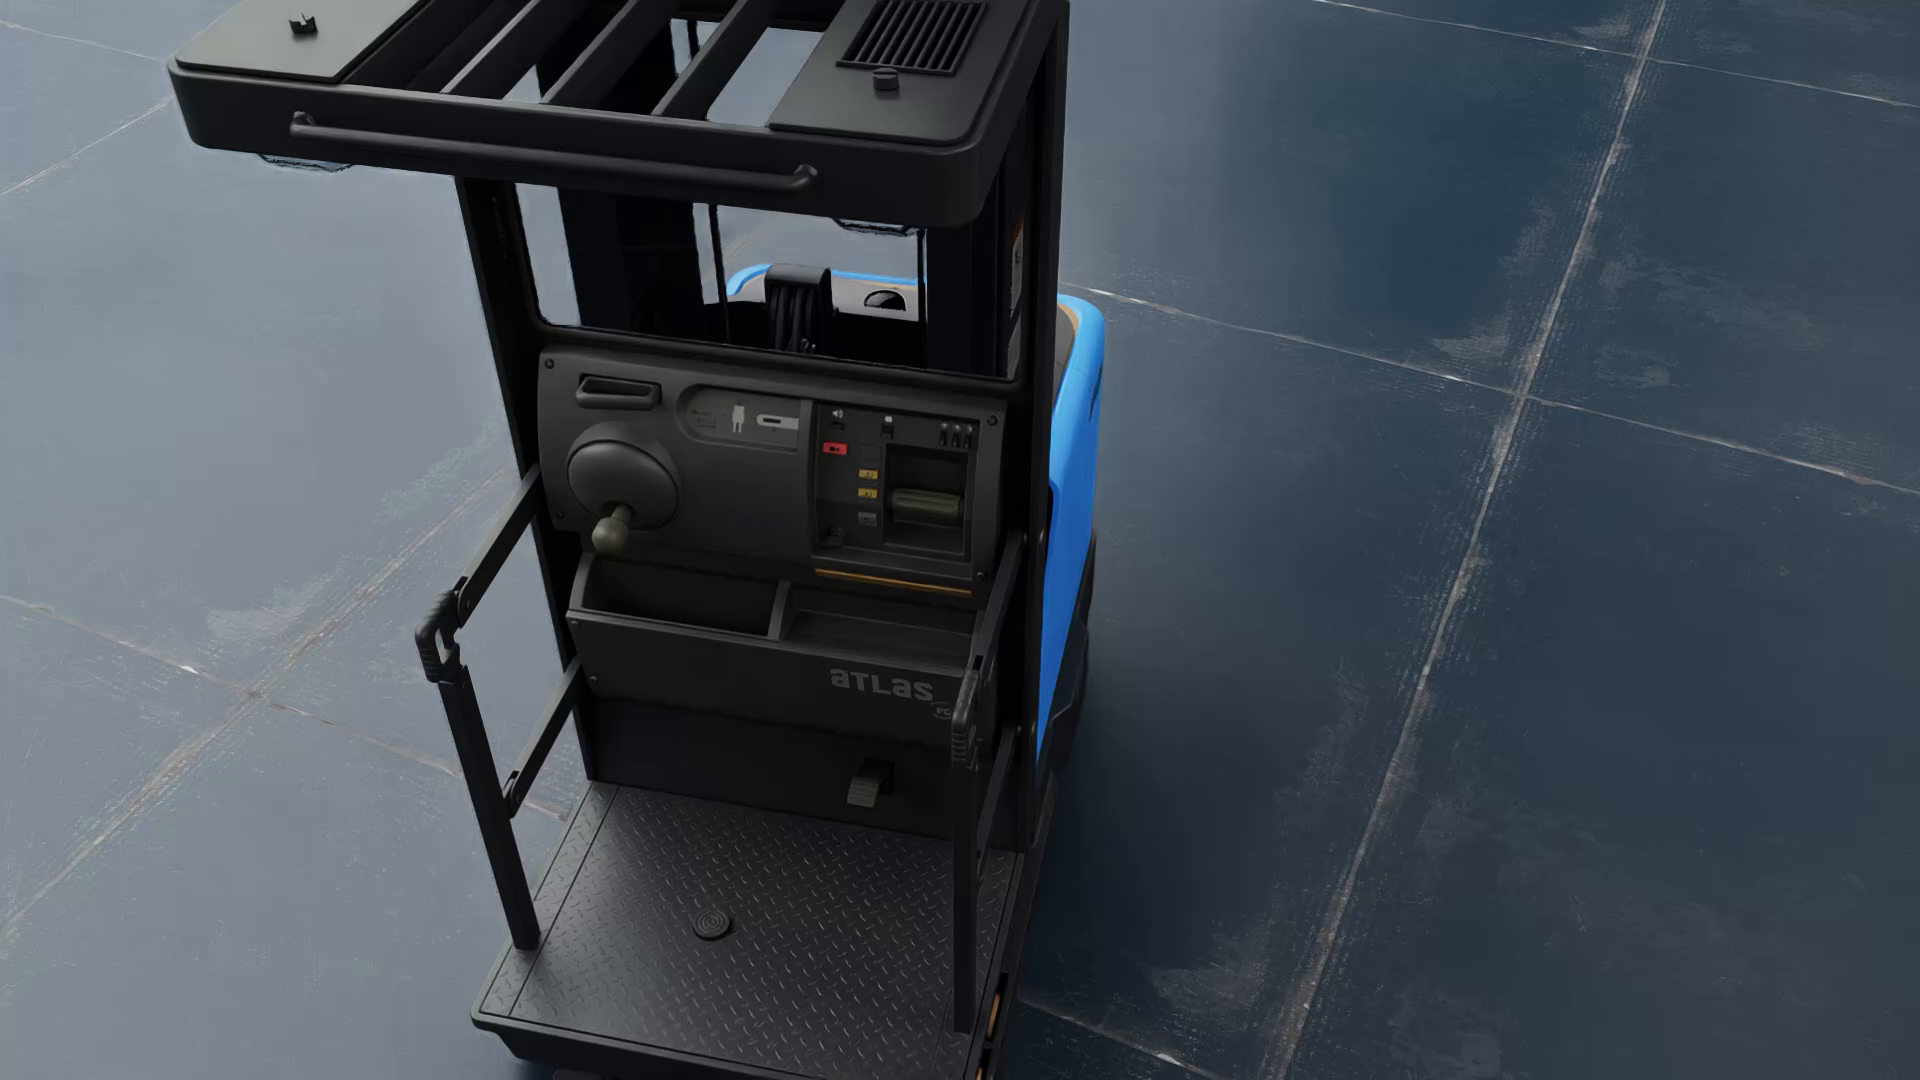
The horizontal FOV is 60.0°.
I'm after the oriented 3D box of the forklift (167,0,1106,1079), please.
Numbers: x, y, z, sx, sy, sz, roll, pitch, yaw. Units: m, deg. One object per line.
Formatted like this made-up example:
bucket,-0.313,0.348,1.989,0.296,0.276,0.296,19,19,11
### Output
forklift,-0.419,-0.052,3.073,1.130,2.935,3.031,8,42,9
